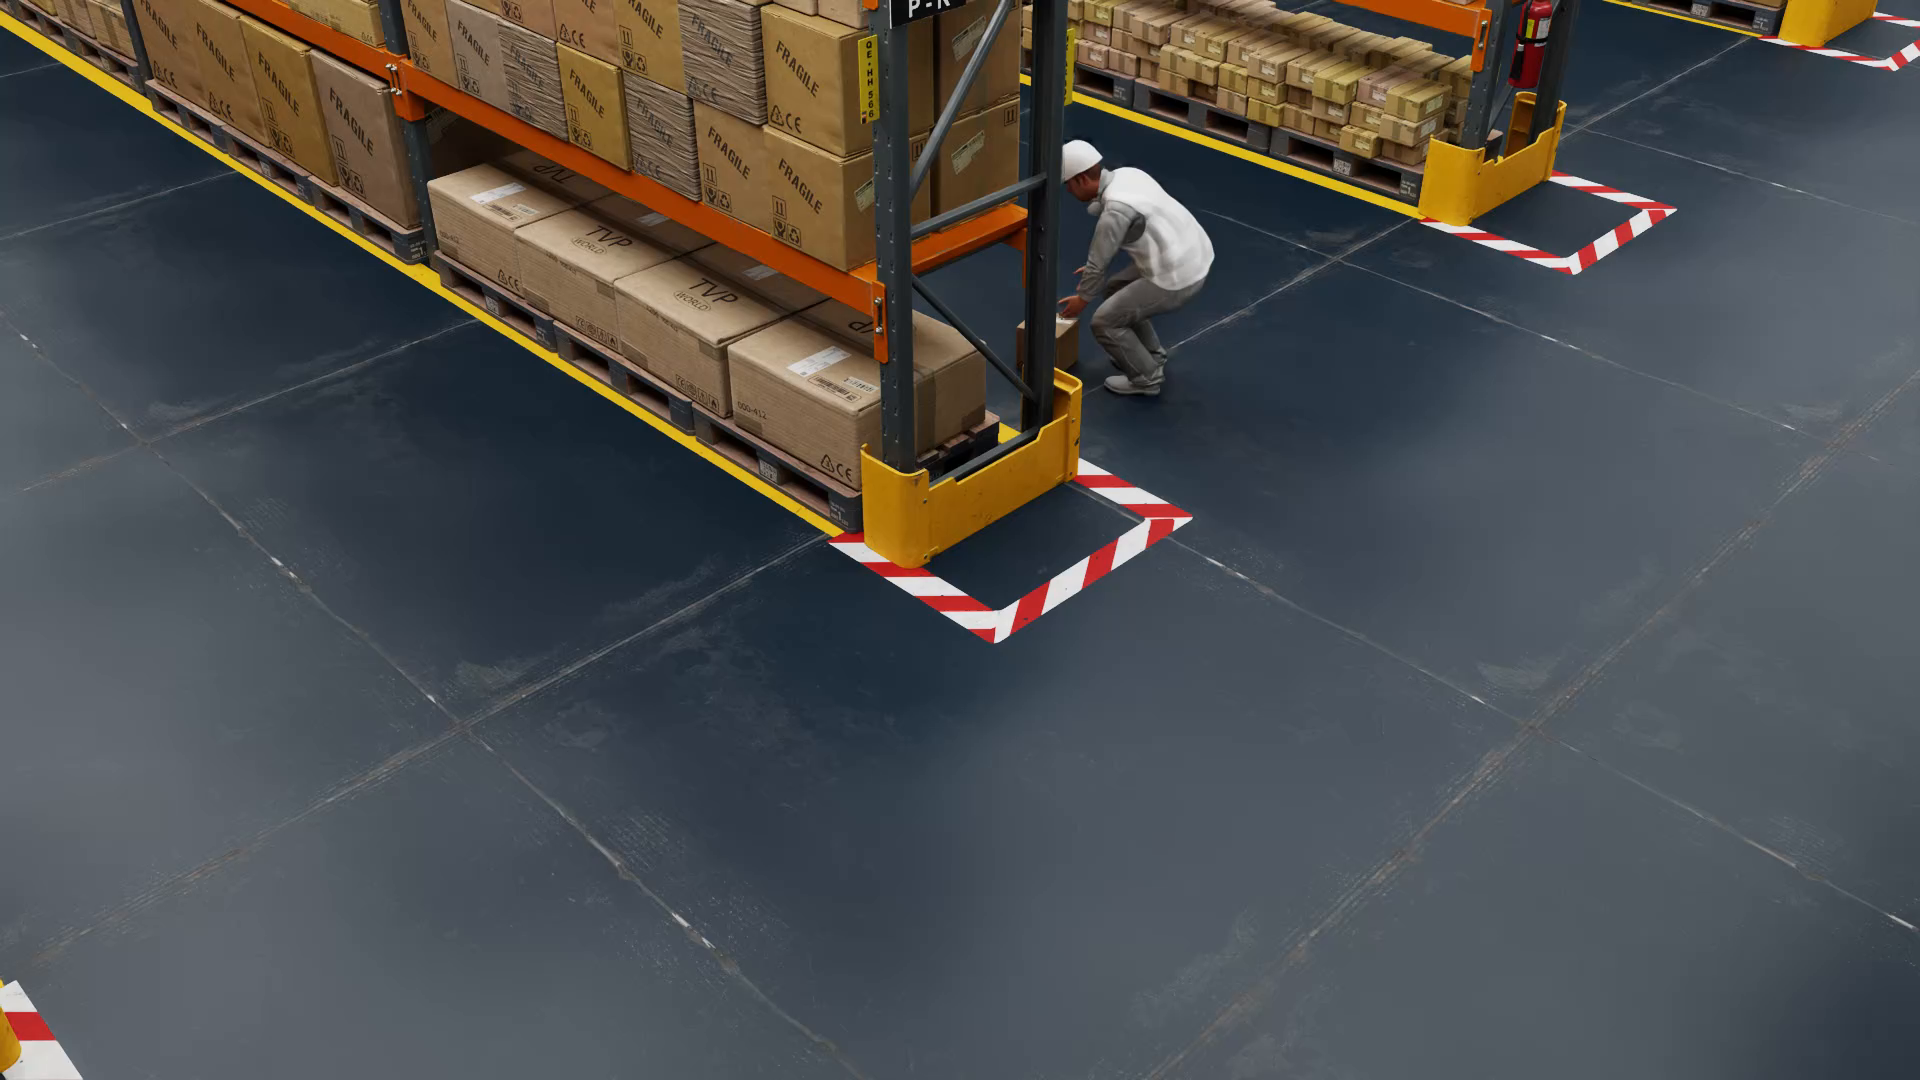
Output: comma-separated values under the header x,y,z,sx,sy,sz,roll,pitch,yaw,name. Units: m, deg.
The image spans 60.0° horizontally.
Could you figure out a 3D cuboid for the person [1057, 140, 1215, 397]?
x,y,z,sx,sy,sz,roll,pitch,yaw,name
0.863,-1.381,8.492,0.822,1.299,0.585,11,37,15,person
